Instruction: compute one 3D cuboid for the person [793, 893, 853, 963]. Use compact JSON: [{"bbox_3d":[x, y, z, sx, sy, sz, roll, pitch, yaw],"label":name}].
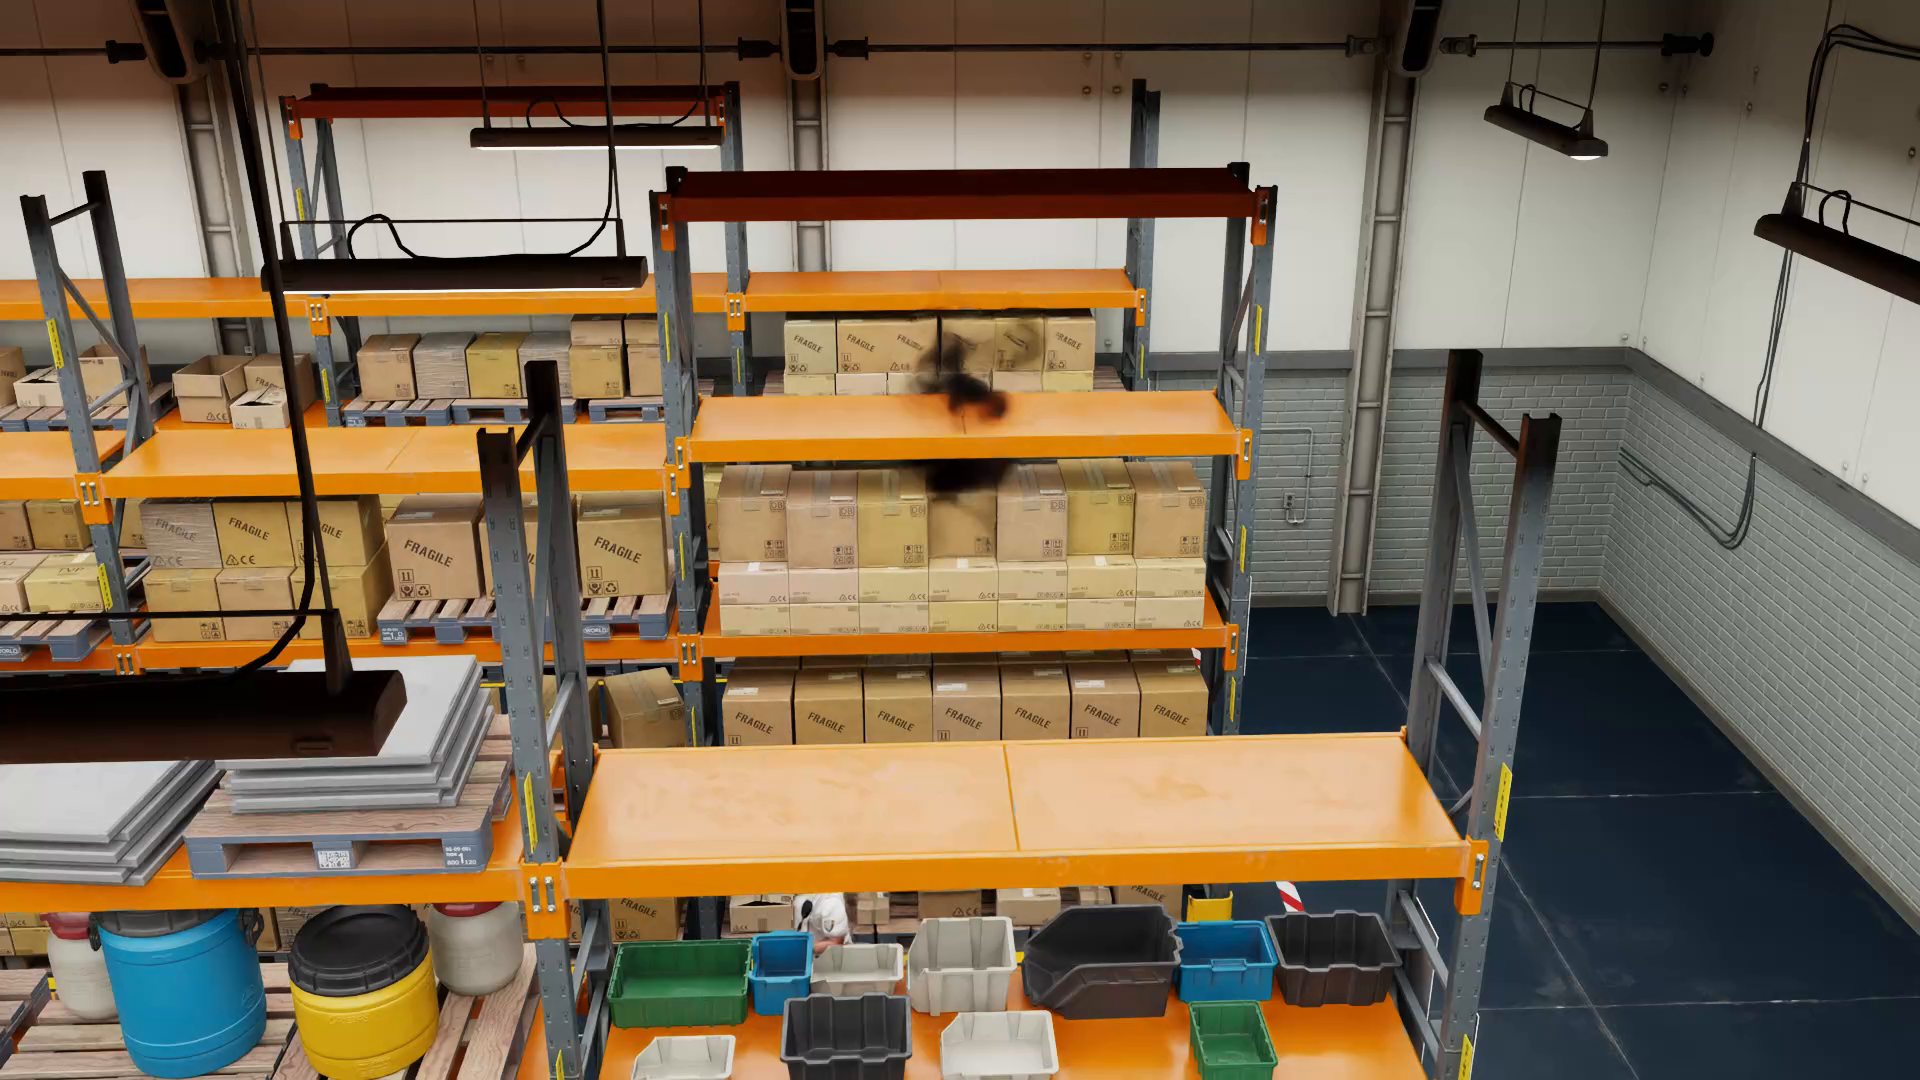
[{"bbox_3d":[-0.902,2.796,11.226,0.858,1.803,0.673,-5,23,-13],"label":"person"}]
